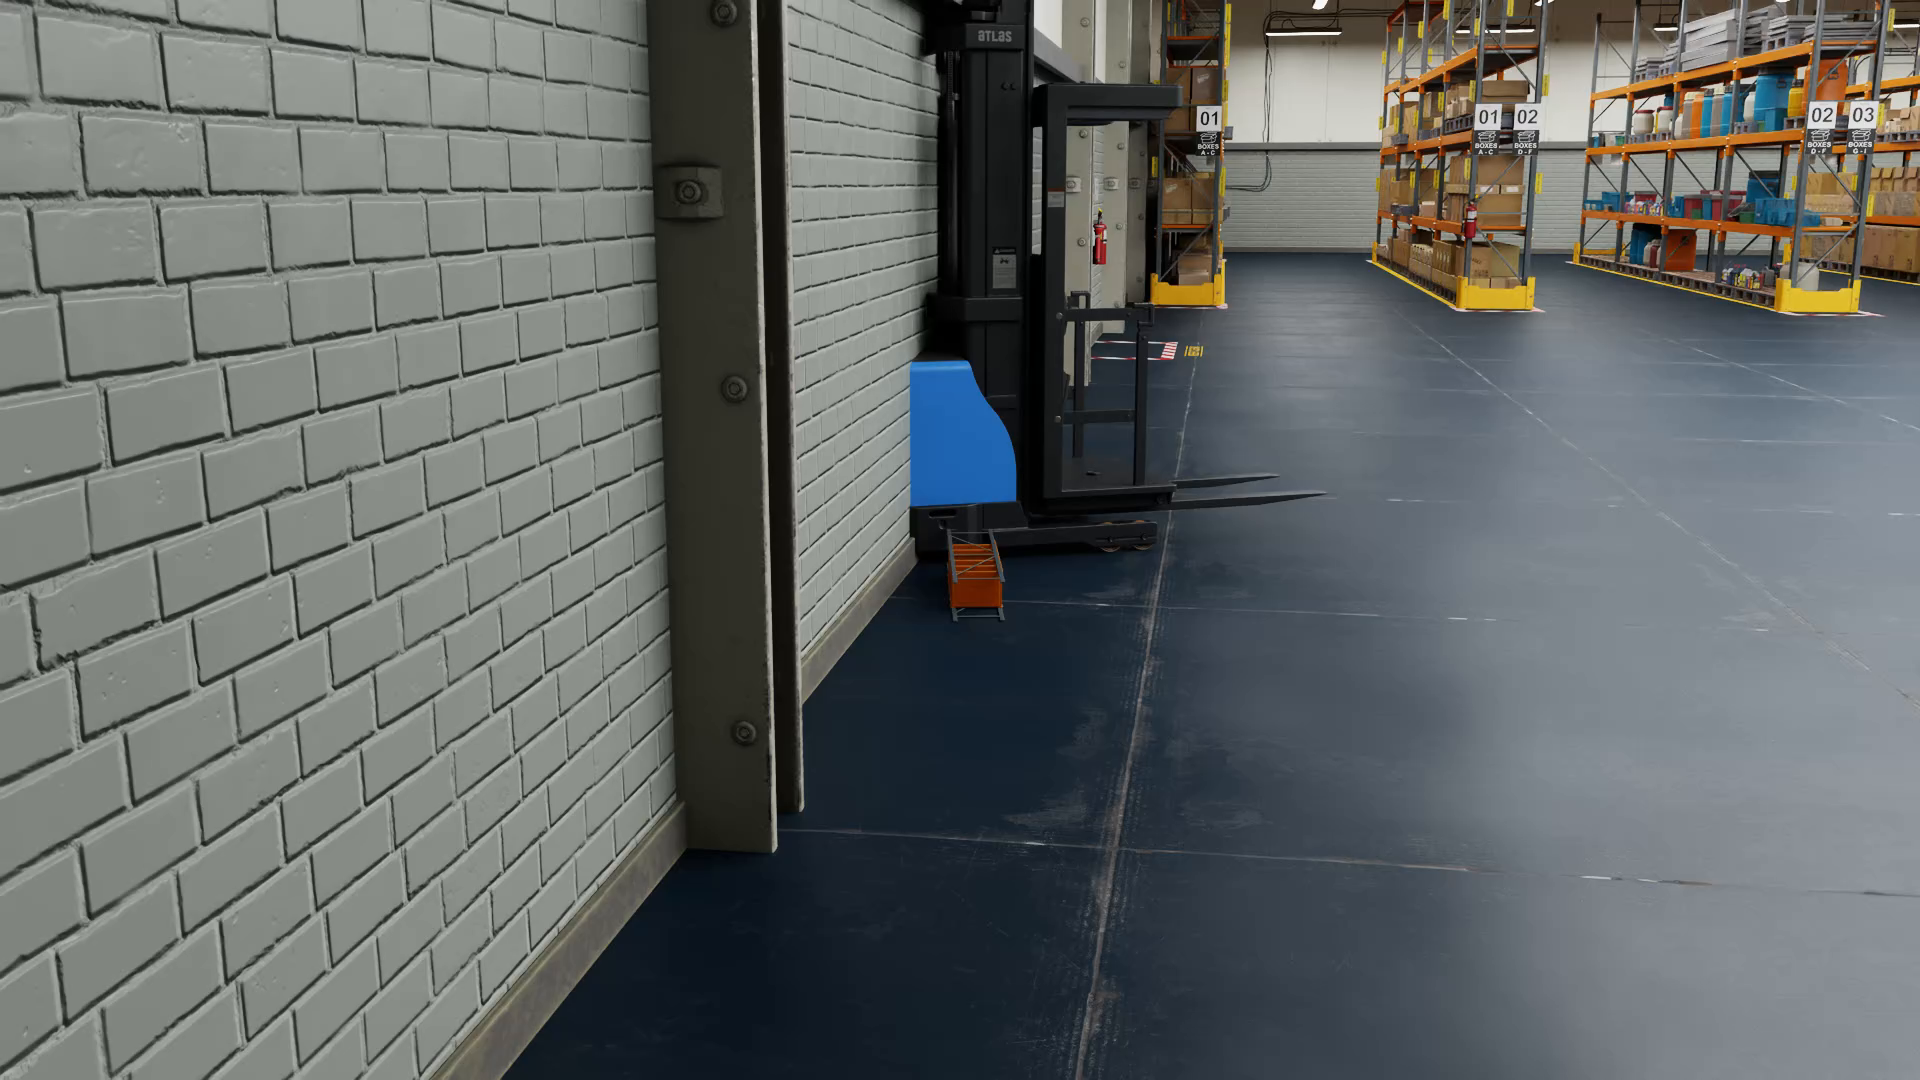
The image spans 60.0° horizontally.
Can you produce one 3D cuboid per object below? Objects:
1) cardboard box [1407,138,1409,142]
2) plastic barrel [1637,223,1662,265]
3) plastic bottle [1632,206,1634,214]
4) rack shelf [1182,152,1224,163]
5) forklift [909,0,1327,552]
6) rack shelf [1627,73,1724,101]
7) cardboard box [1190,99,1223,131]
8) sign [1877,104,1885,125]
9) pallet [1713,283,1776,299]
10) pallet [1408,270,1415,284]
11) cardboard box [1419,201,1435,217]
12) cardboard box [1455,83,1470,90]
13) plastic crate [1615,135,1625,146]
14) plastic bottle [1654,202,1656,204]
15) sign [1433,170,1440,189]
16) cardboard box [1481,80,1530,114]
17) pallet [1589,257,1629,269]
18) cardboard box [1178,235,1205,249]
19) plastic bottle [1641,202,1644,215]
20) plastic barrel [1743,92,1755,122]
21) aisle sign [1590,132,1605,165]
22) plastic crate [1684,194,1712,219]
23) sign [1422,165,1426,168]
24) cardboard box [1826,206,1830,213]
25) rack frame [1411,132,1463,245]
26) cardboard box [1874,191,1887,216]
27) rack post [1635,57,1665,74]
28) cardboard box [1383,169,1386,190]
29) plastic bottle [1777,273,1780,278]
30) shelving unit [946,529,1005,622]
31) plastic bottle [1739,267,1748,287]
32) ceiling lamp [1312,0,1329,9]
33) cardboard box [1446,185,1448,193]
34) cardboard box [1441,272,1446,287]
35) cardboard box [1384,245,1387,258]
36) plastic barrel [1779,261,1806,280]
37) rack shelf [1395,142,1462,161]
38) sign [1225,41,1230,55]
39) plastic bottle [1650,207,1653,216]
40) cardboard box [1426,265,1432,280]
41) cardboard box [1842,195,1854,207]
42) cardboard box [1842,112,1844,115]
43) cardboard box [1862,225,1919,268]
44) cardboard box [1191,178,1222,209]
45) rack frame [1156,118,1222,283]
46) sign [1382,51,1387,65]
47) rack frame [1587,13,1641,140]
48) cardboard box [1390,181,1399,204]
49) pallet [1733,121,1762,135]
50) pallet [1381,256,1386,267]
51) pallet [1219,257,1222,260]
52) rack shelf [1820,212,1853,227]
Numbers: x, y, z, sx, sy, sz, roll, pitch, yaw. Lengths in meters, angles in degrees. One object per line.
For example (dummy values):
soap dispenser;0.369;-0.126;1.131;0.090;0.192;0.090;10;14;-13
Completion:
cardboard box;10.299;-9.222;38.400;0.500;0.250;0.500;2;12;9
plastic barrel;15.171;-6.477;36.412;0.600;0.901;0.708;2;12;9
plastic bottle;14.817;-7.257;36.518;0.097;0.201;0.097;0;12;0
rack shelf;5.899;-9.410;40.623;1.077;0.370;4.000;2;12;9
forklift;0.599;-1.469;9.352;3.031;2.935;1.130;-3;13;-16
rack shelf;15.073;-9.527;34.996;1.077;0.370;4.000;2;12;9
cardboard box;4.045;-6.967;27.297;0.500;0.500;0.500;2;12;10
sign;14.078;-6.512;25.447;0.100;0.325;0.005;2;12;9
pallet;14.006;-4.391;29.366;1.003;0.211;1.213;2;12;9
pallet;9.707;-5.353;33.831;1.003;0.211;1.213;2;12;9
cardboard box;9.543;-6.663;33.501;0.500;0.311;0.500;2;12;8
cardboard box;9.391;-8.146;30.630;0.500;0.500;0.500;2;12;9
plastic crate;15.205;-9.142;38.071;0.416;0.233;0.300;2;12;9
plastic bottle;14.753;-7.038;35.307;0.061;0.283;0.133;2;12;9
sign;8.719;-6.596;30.422;0.100;0.325;0.005;2;12;9
cardboard box;8.734;-7.131;26.768;0.797;0.503;0.637;3;12;13
pallet;15.641;-6.604;39.634;1.003;0.211;1.213;2;12;9
cardboard box;4.522;-5.819;32.482;0.500;0.250;0.500;2;12;7
plastic bottle;14.695;-7.126;35.746;0.097;0.271;0.097;0;12;0
plastic barrel;13.890;-7.535;28.956;0.421;0.512;0.421;0;12;0
aisle sign;15.714;-9.686;41.146;0.394;0.787;0.004;2;12;9
plastic crate;14.215;-6.430;32.057;0.402;0.464;0.583;2;12;9
sign;11.648;-9.250;41.796;0.100;0.325;0.005;2;12;9
cardboard box;20.195;-7.616;38.309;0.380;0.149;0.250;2;12;8
rack frame;9.872;-6.886;34.327;1.000;3.000;0.127;2;12;9
cardboard box;19.803;-7.150;35.311;0.500;0.500;0.500;2;12;7
rack post;15.220;-10.279;36.009;0.937;0.300;0.954;2;12;8
cardboard box;10.619;-8.792;40.561;0.500;0.500;0.500;2;12;9
plastic bottle;14.123;-4.499;28.651;0.061;0.283;0.133;2;12;9
shelving unit;0.069;0.160;8.289;0.258;0.189;1.200;0;12;-2
plastic bottle;13.522;-4.530;28.637;0.144;0.351;0.185;2;12;8
ceiling lamp;8.236;-13.400;36.457;0.800;3.185;2.000;2;12;9
cardboard box;9.024;-6.370;30.154;0.380;0.149;0.250;2;12;9
cardboard box;8.651;-4.516;28.858;0.500;0.250;0.500;2;12;9
cardboard box;10.410;-6.904;39.745;0.500;0.311;0.500;2;12;9
plastic barrel;13.638;-4.293;27.200;0.421;0.512;0.421;0;12;0
rack shelf;10.179;-8.417;36.018;1.077;0.370;4.000;2;12;9
sign;6.130;-11.292;38.123;0.100;0.325;0.005;2;12;9
plastic bottle;14.567;-6.919;34.950;0.097;0.201;0.097;0;12;0
cardboard box;9.034;-5.010;31.153;0.500;0.250;0.500;2;12;8
cardboard box;20.083;-7.570;37.148;0.500;0.250;0.500;2;12;8
cardboard box;20.644;-9.547;38.084;0.700;0.500;0.500;2;12;11
cardboard box;20.060;-6.244;35.393;1.225;0.875;0.875;1;12;7
cardboard box;4.117;-5.773;27.691;0.500;0.500;0.500;2;12;9
rack frame;3.746;-5.381;27.341;1.000;3.000;0.127;2;12;9
sign;10.566;-11.997;41.397;0.100;0.325;0.005;2;12;9
rack frame;15.996;-11.323;40.674;1.000;3.000;0.127;2;12;9
cardboard box;10.193;-7.882;37.712;0.700;0.500;0.500;-2;12;-10
pallet;14.136;-7.113;28.707;1.213;0.211;1.003;2;12;9
pallet;10.779;-6.753;40.329;1.003;0.211;1.213;2;12;9
pallet;5.786;-6.671;39.948;1.003;0.211;1.213;2;12;9
rack shelf;20.583;-7.462;38.705;1.077;0.370;4.000;2;12;9
